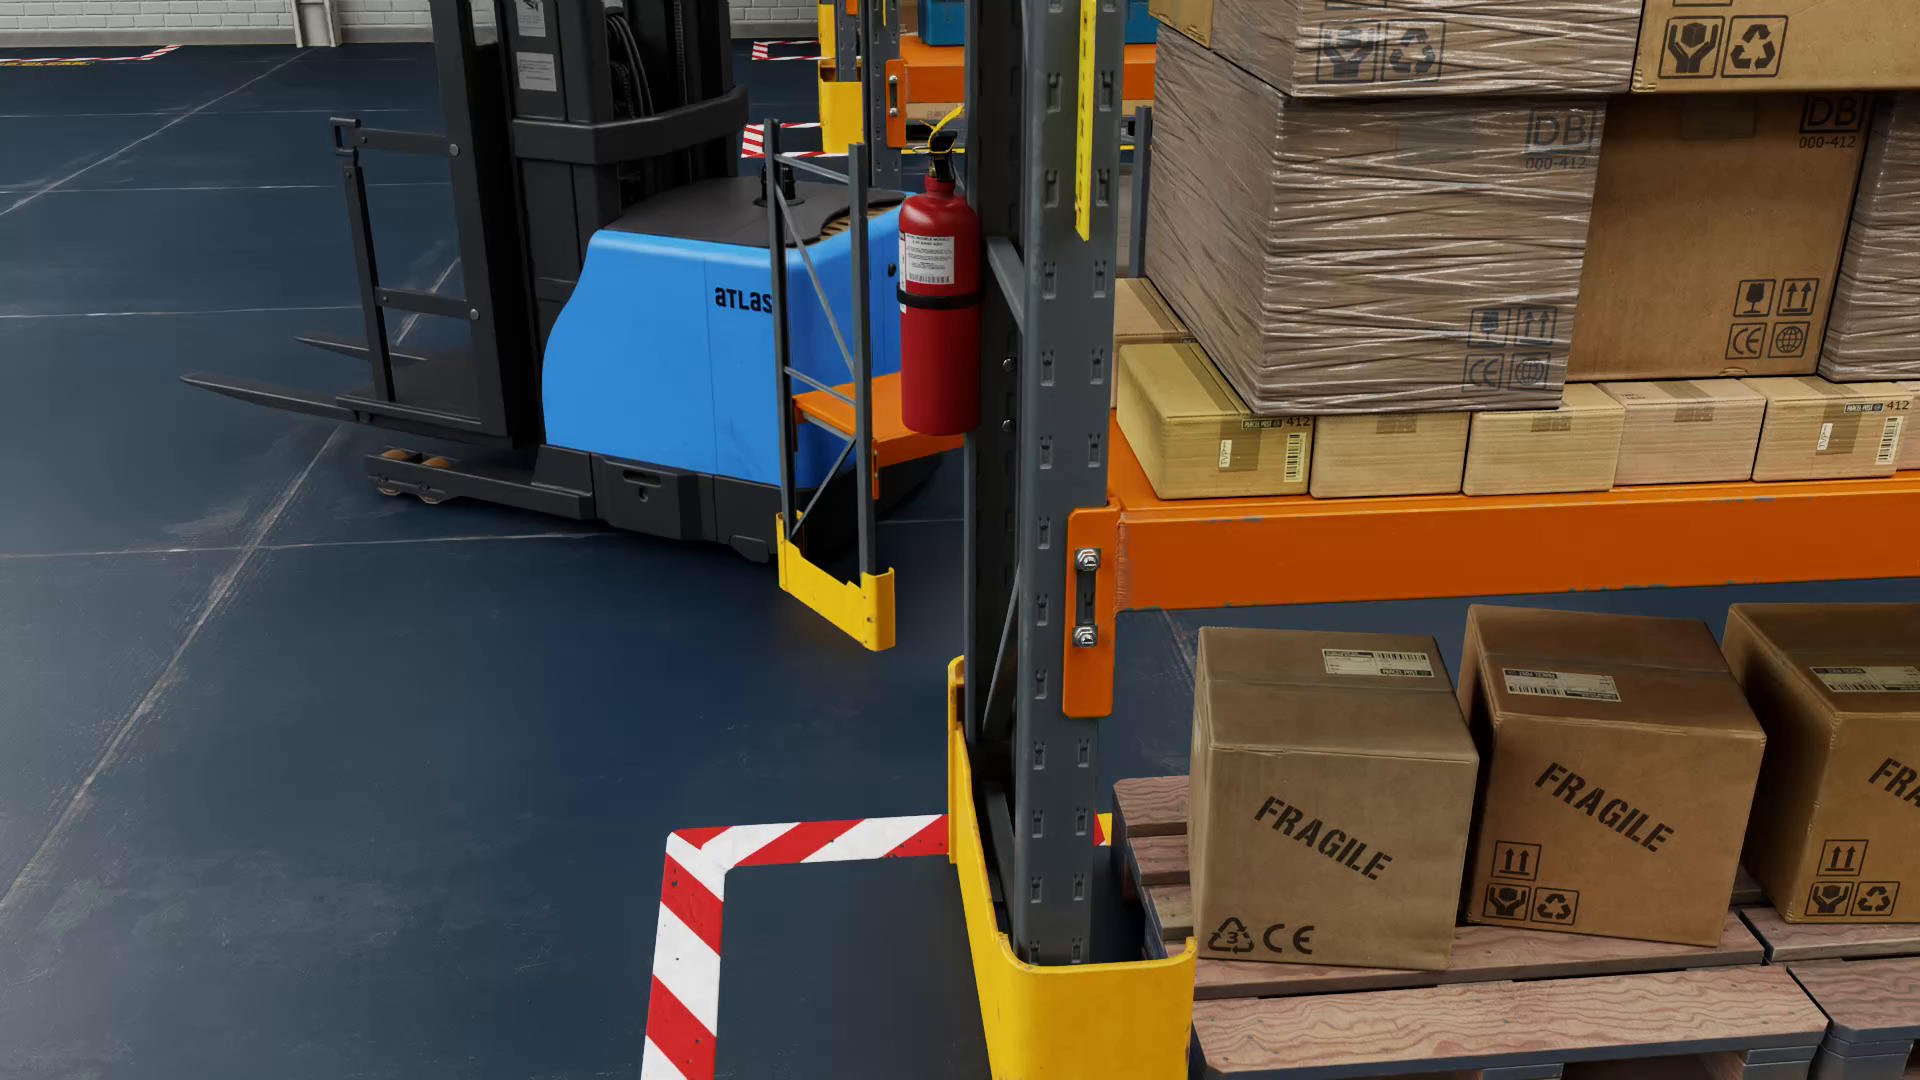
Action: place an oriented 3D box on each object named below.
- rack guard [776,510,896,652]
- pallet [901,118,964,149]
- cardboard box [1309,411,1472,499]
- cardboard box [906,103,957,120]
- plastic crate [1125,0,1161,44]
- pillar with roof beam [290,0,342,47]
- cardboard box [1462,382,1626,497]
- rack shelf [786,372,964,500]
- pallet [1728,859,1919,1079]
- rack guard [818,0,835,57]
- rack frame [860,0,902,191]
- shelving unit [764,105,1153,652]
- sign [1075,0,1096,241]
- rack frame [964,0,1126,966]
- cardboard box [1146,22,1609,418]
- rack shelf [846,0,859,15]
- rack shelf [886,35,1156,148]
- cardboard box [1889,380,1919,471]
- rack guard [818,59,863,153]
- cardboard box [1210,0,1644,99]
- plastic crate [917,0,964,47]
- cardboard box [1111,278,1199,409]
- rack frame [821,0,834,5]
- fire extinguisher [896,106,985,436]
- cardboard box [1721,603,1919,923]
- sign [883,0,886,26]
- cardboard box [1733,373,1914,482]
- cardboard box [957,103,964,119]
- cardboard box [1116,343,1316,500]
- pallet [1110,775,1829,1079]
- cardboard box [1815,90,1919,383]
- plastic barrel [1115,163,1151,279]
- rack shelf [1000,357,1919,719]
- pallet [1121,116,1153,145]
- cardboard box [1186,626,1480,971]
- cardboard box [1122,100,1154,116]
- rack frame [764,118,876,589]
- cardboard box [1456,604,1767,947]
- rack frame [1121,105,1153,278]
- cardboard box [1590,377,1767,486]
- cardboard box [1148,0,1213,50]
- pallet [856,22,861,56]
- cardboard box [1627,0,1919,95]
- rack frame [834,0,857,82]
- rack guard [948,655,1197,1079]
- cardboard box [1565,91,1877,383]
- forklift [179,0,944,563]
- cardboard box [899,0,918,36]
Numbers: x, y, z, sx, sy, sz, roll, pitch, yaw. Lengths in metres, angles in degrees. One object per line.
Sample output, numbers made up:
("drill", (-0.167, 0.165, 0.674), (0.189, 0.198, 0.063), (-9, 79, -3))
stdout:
("rack guard", (-0.391, 0.120, 5.173), (0.087, 0.250, 0.587), (-16, 29, -32))
("pallet", (-0.093, -3.188, 12.663), (1.213, 0.211, 1.003), (-2, 24, -5))
("cardboard box", (0.677, -0.213, 2.845), (0.250, 0.149, 0.380), (-2, 24, -5))
("cardboard box", (-0.295, -3.282, 12.309), (0.500, 0.250, 0.500), (-2, 24, -5))
("plastic crate", (0.748, -2.509, 7.885), (0.408, 0.251, 0.499), (-2, 24, -5))
("pillar with roof beam", (-6.277, -7.556, 11.671), (0.400, 9.000, 9.100), (-2, 24, -5))
("cardboard box", (0.928, -0.217, 2.854), (0.250, 0.149, 0.380), (-2, 24, -5))
("rack shelf", (0.005, -0.403, 5.253), (1.000, 0.185, 0.538), (-16, 29, -32))
("pallet", (2.218, 0.795, 3.701), (1.213, 0.211, 1.003), (-2, 24, -5))
("rack guard", (-1.265, -5.278, 17.008), (0.348, 0.500, 1.175), (-2, 24, -5))
("rack frame", (-0.367, -2.413, 7.485), (0.127, 3.000, 1.000), (-2, 24, -5))
("shelving unit", (0.013, -0.570, 5.185), (1.083, 1.500, 0.587), (-16, 29, -32))
("sign", (0.173, -0.587, 2.311), (0.005, 0.325, 0.100), (-2, 24, -5))
("rack frame", (0.120, -0.411, 2.981), (0.127, 3.000, 1.000), (-2, 24, -5))
("cardboard box", (0.670, -0.603, 2.924), (0.500, 0.500, 0.875), (-2, 24, -5))
("rack shelf", (1.140, -4.166, 12.315), (4.000, 0.370, 1.077), (-2, 24, -5))
("rack shelf", (1.623, -2.164, 7.810), (4.000, 0.370, 1.077), (-2, 24, -5))
("cardboard box", (1.670, -0.263, 2.959), (0.250, 0.149, 0.380), (-2, 24, -5))
("rack guard", (-0.874, -3.272, 12.495), (0.348, 0.500, 1.175), (-2, 24, -5))
("cardboard box", (0.694, -0.961, 2.498), (0.500, 0.500, 0.500), (-2, 24, -5))
("plastic crate", (0.101, -2.486, 7.832), (0.616, 0.251, 0.499), (-2, 24, -5))
("cardboard box", (0.383, -0.391, 3.245), (0.250, 0.149, 0.380), (-2, 24, -5))
("rack frame", (-1.341, -6.417, 16.494), (0.127, 3.000, 1.000), (-2, 24, -5))
("fire extinguisher", (-0.040, -0.557, 3.405), (0.183, 0.674, 0.296), (-2, 24, -5))
("cardboard box", (1.959, 0.467, 3.568), (0.500, 0.500, 0.500), (0, 24, 0))
("sign", (-0.317, -2.316, 6.928), (0.005, 0.325, 0.100), (-2, 24, -5))
("cardboard box", (1.424, -0.242, 2.912), (0.250, 0.149, 0.380), (-2, 24, -5))
("cardboard box", (0.202, -3.303, 12.357), (0.500, 0.250, 0.500), (-2, 24, -5))
("cardboard box", (0.427, -0.211, 2.840), (0.250, 0.149, 0.380), (-2, 24, -5))
("pallet", (1.007, 0.843, 3.595), (1.213, 0.211, 1.003), (-2, 24, -5))
("cardboard box", (1.657, -0.674, 3.084), (0.500, 0.500, 0.875), (-2, 24, -5))
("plastic barrel", (0.779, -1.545, 8.078), (0.421, 0.512, 0.421), (0, 24, 0))
("rack shelf", (2.110, -0.162, 3.306), (4.000, 0.370, 1.077), (-2, 24, -5))
("pallet", (1.118, -3.236, 12.769), (1.213, 0.211, 1.003), (-2, 24, -5))
("cardboard box", (0.743, 0.522, 3.444), (0.500, 0.500, 0.500), (2, 24, 5))
("cardboard box", (1.198, -3.341, 12.442), (0.500, 0.250, 0.500), (-2, 24, -5))
("rack frame", (-0.407, -0.447, 4.909), (0.032, 1.500, 0.500), (-16, 29, -32))
("cardboard box", (1.334, 0.484, 3.529), (0.500, 0.500, 0.500), (4, 24, 9))
("rack frame", (0.418, -0.688, 5.452), (0.032, 1.500, 0.500), (-16, 29, -32))
("cardboard box", (1.174, -0.235, 2.896), (0.250, 0.149, 0.380), (-2, 24, -5))
("cardboard box", (0.643, -1.171, 2.971), (0.500, 0.500, 0.500), (-2, 24, -5))
("pallet", (-0.453, -5.164, 17.108), (1.213, 0.211, 1.003), (-2, 24, -5))
("cardboard box", (1.192, -0.978, 2.537), (0.500, 0.500, 0.500), (-2, 24, -5))
("rack frame", (-0.850, -4.415, 11.989), (0.127, 3.000, 1.000), (-2, 24, -5))
("rack guard", (0.195, 0.729, 3.495), (0.348, 0.500, 1.175), (-2, 24, -5))
("cardboard box", (1.155, -0.671, 3.078), (0.500, 0.500, 0.875), (-2, 24, -5))
("forklift", (-1.620, -1.651, 5.855), (3.031, 2.935, 1.130), (11, 26, 23))
("cardboard box", (-0.346, -3.835, 12.629), (0.500, 0.500, 0.500), (-2, 24, -5))
